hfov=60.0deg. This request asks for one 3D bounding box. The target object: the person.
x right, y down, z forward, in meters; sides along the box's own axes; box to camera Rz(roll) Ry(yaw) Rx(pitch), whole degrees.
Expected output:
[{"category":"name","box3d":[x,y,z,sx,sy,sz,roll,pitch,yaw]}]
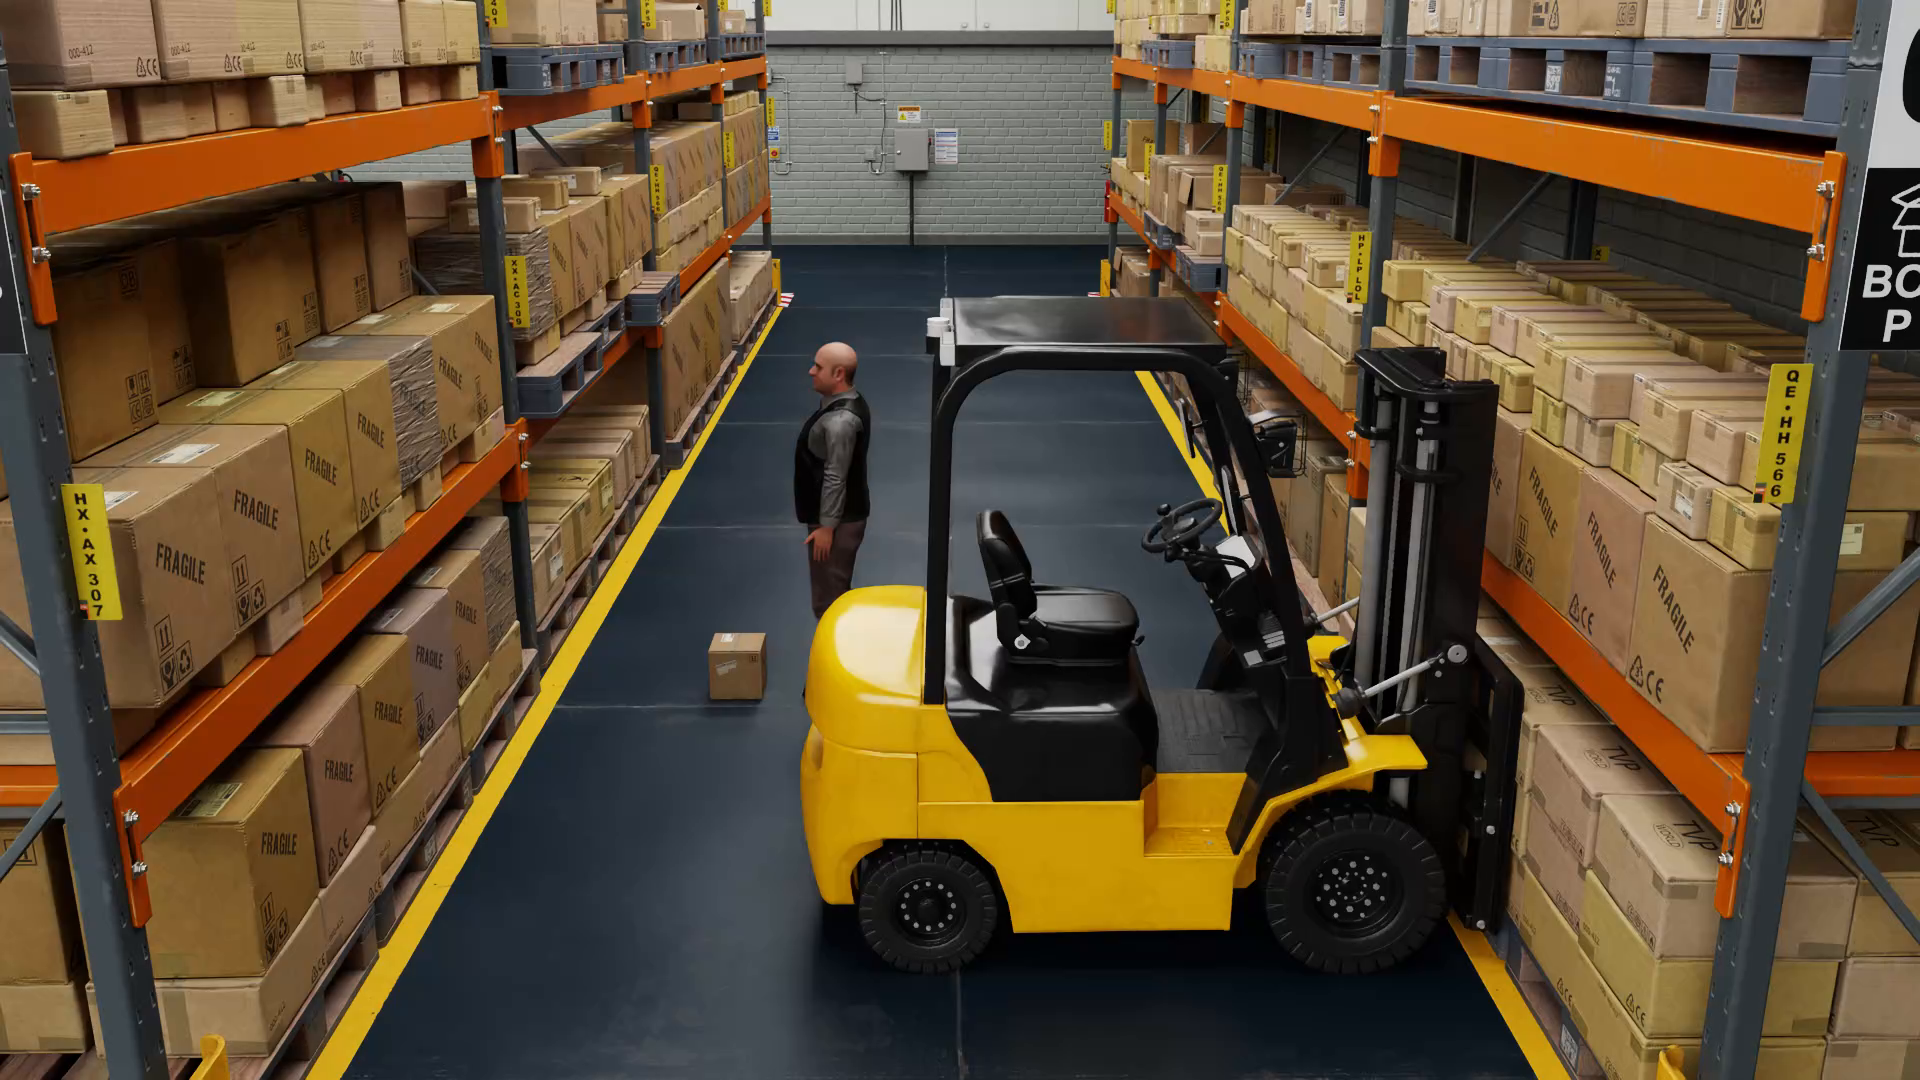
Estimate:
[{"category":"person","box3d":[-0.598,-0.080,7.871,0.358,1.725,0.531,0,17,1]}]
